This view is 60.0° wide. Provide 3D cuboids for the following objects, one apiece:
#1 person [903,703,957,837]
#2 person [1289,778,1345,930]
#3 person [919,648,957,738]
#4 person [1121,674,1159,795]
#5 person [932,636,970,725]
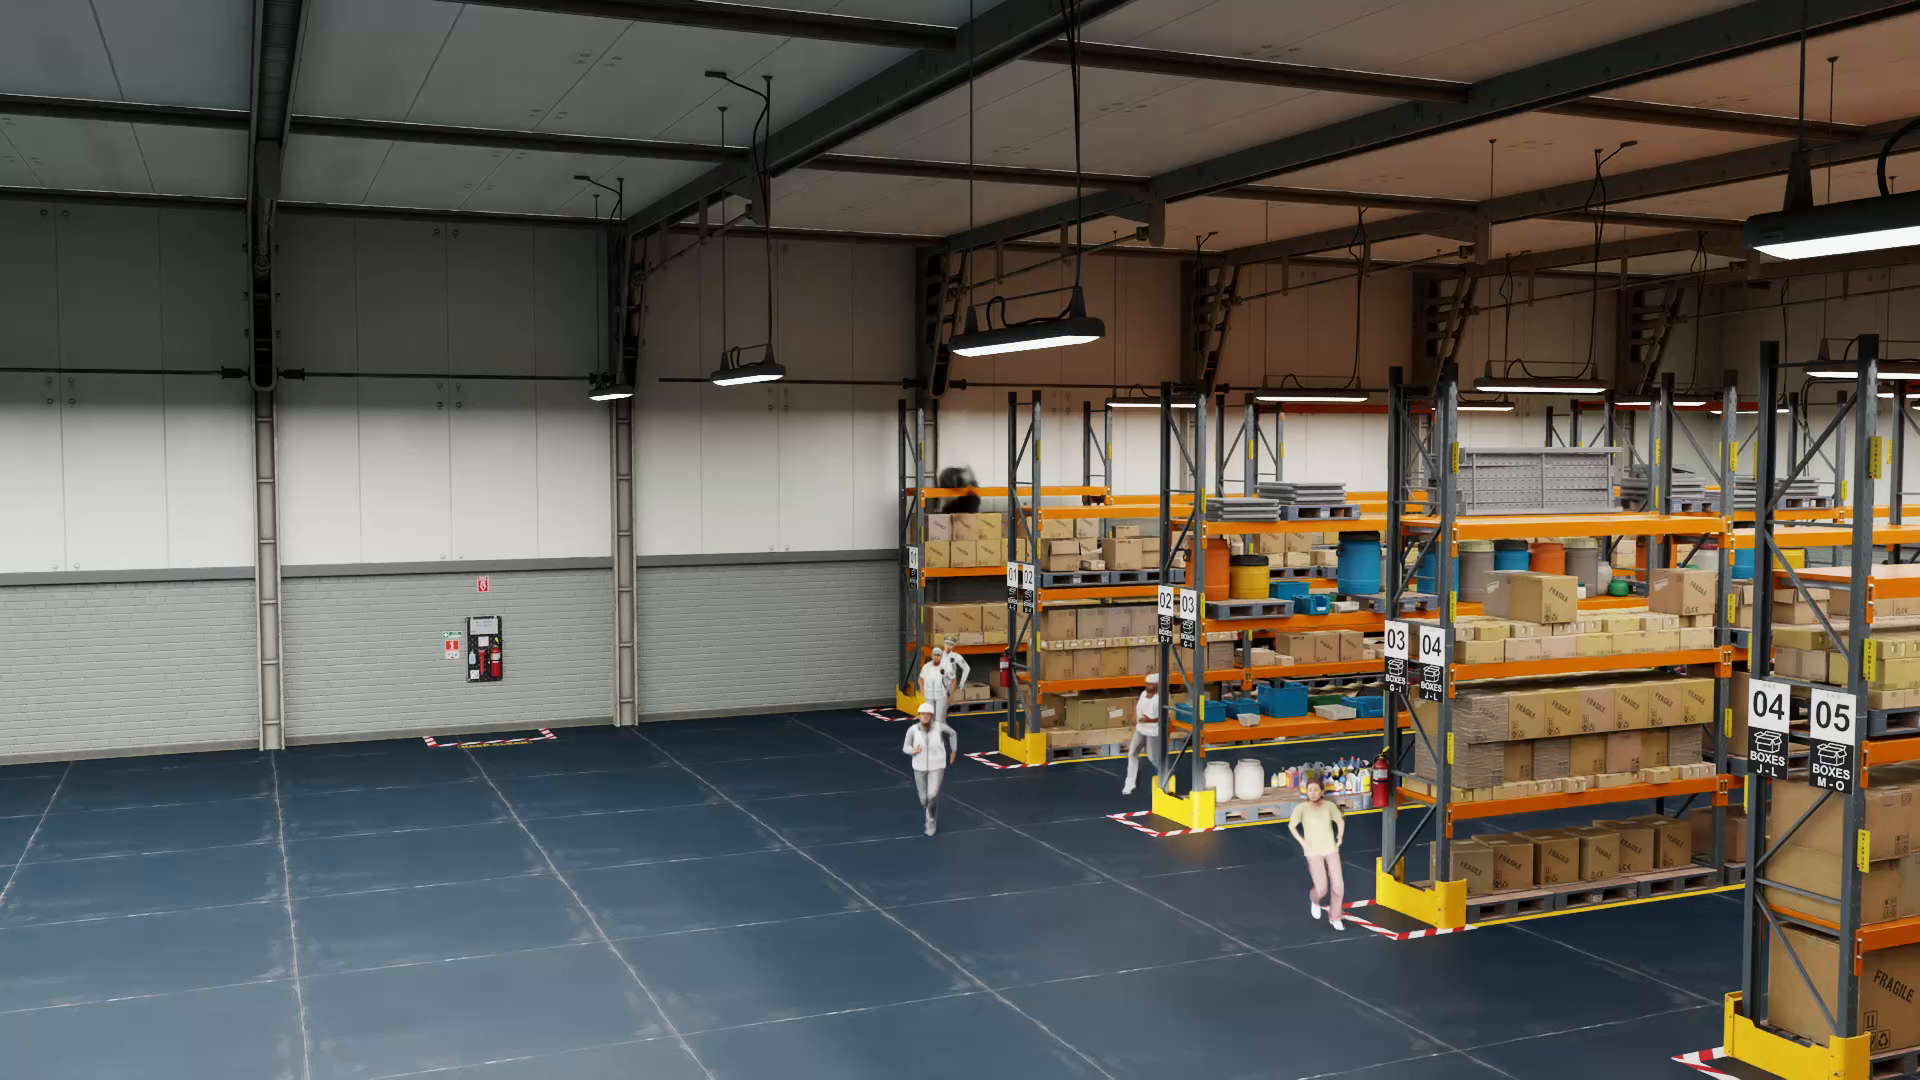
[{"bbox_3d":[-0.402,2.999,21.833,0.682,1.760,0.805,0,3,5],"label":"person"},{"bbox_3d":[3.826,3.336,17.731,0.583,1.596,0.535,0,3,-2],"label":"person"},{"bbox_3d":[-0.373,2.528,26.449,0.638,1.645,0.489,1,3,15],"label":"person"},{"bbox_3d":[2.822,2.860,24.529,0.893,1.804,0.716,-3,4,-40],"label":"person"},{"bbox_3d":[-0.225,2.430,27.421,0.673,1.711,0.766,2,4,25],"label":"person"}]
